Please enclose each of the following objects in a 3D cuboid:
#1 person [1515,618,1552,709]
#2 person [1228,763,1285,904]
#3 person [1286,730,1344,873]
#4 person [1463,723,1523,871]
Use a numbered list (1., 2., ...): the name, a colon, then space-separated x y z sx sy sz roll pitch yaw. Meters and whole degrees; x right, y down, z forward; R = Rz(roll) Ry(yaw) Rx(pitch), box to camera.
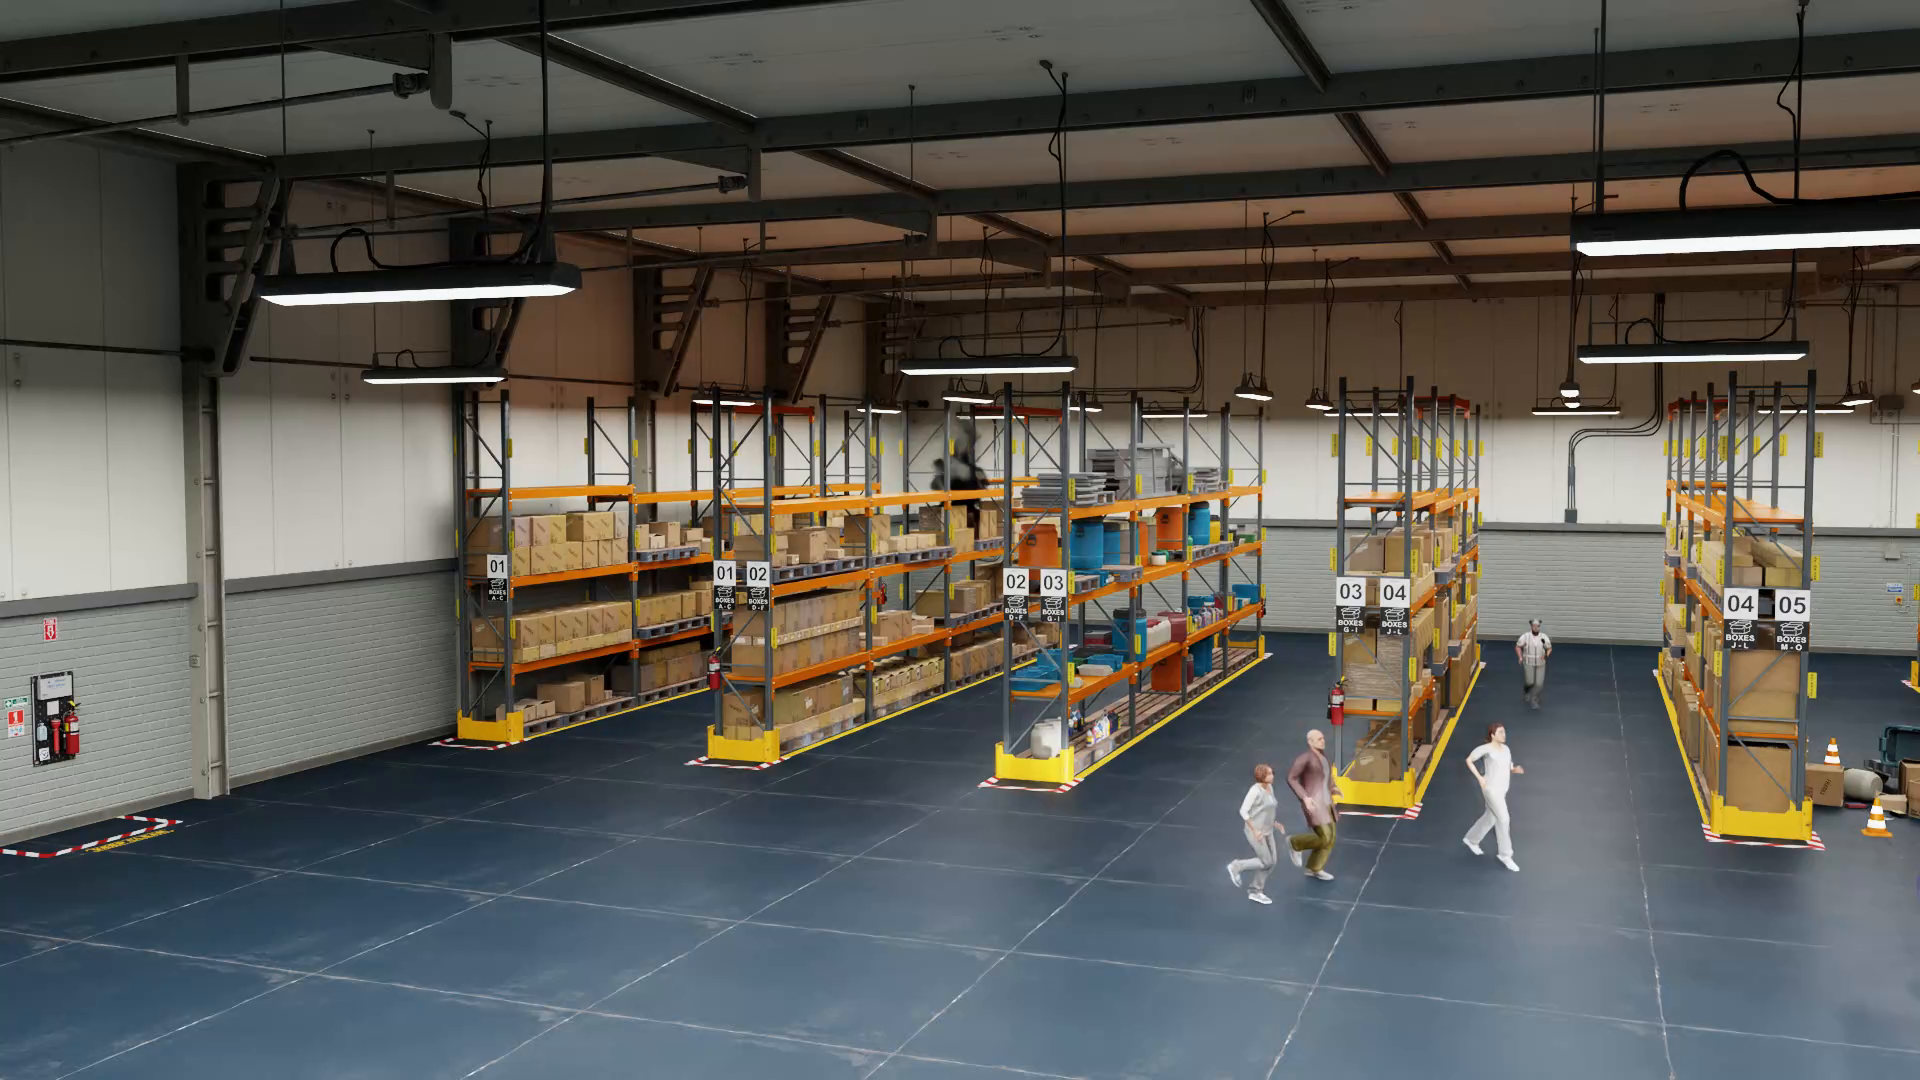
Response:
1. person: 11.041 2.374 31.955 0.658 1.740 0.591 1 3 11
2. person: 3.270 3.231 18.367 0.574 1.546 0.523 3 4 41
3. person: 4.158 3.042 19.342 0.710 1.666 0.571 -3 4 -43
4. person: 6.439 3.054 20.079 0.555 1.720 0.849 -2 4 -37
